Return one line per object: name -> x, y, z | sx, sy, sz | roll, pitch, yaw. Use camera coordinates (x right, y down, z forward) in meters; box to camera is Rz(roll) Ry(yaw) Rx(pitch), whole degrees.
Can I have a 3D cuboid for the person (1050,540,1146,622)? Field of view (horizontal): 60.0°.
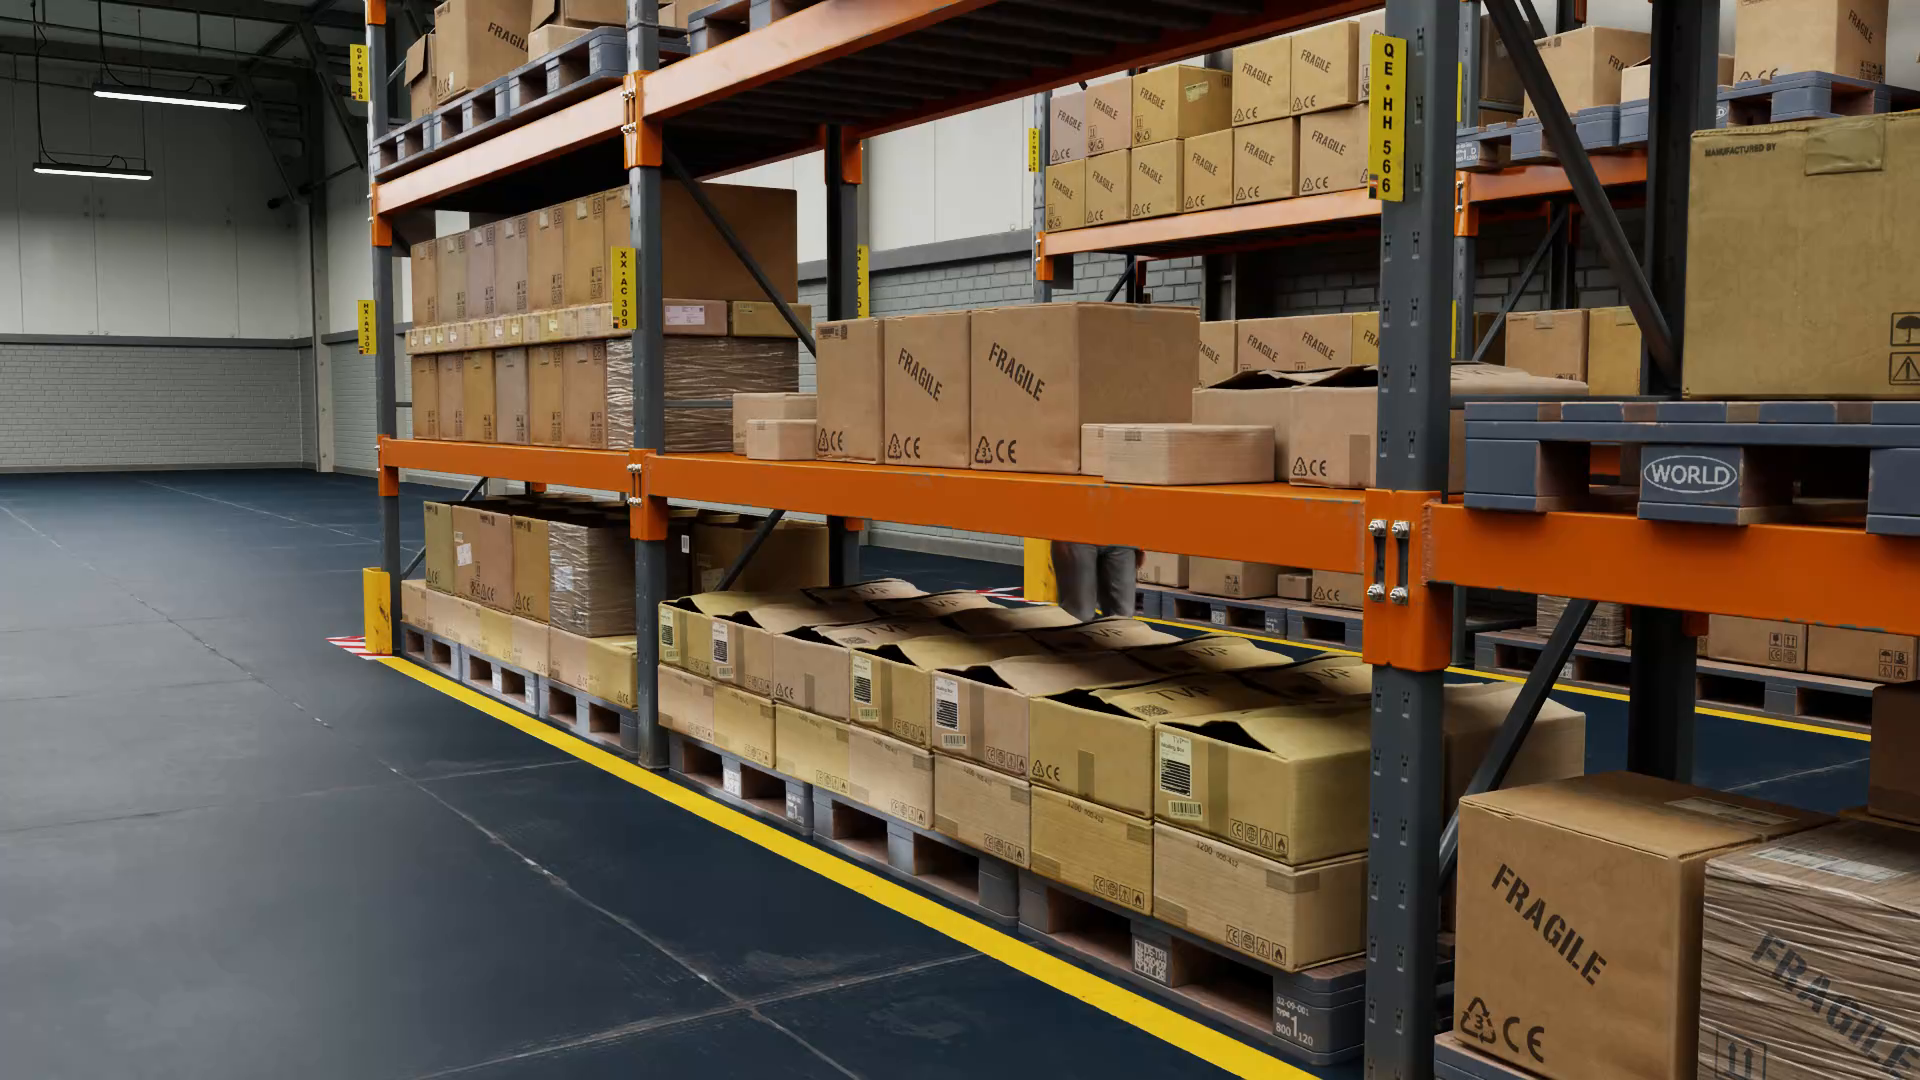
person -> 0.655, -0.018, 7.972 | 0.535, 1.764, 0.363 | -3, 5, -33
